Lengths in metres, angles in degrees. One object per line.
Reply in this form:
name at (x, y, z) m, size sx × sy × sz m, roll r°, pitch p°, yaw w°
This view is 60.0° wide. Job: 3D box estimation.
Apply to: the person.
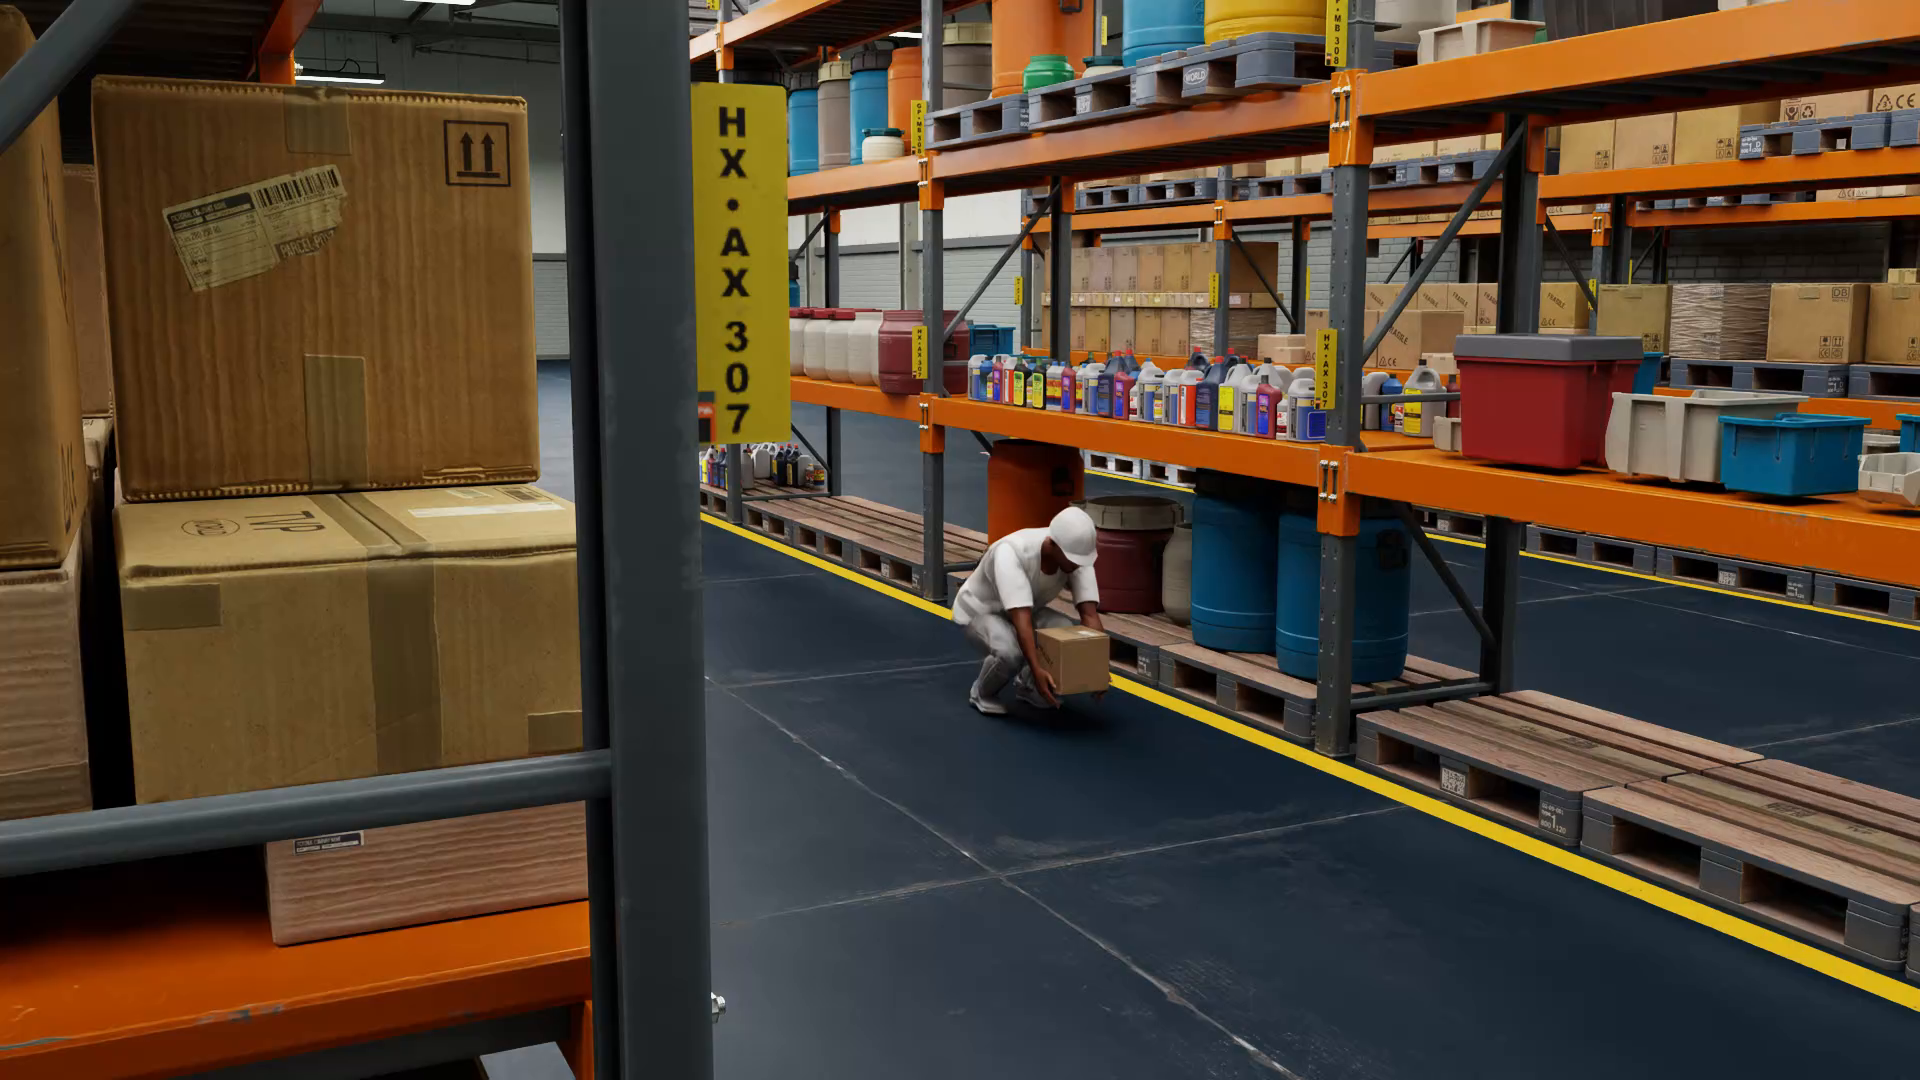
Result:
person at (0.361, 0.321, 7.718) m, size 0.550 × 1.006 × 0.912 m, roll -5°, pitch 10°, yaw -29°
